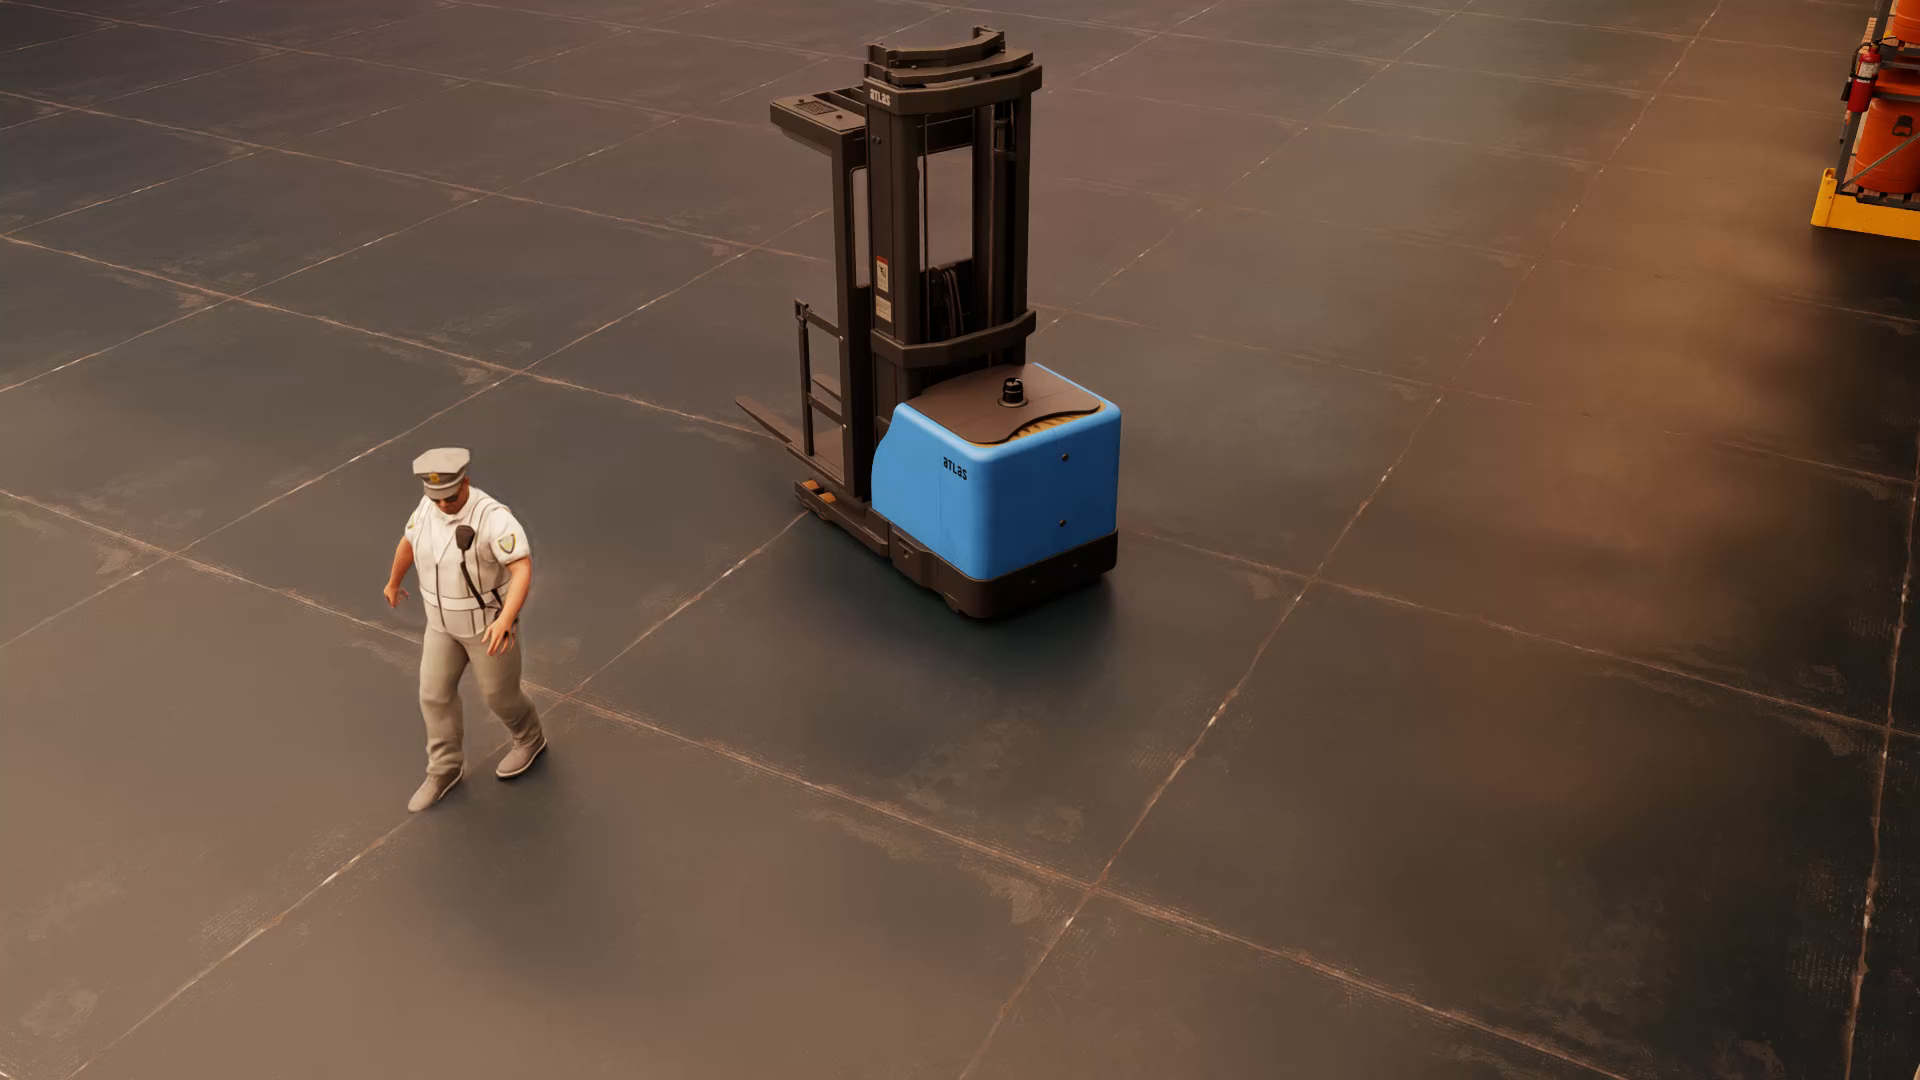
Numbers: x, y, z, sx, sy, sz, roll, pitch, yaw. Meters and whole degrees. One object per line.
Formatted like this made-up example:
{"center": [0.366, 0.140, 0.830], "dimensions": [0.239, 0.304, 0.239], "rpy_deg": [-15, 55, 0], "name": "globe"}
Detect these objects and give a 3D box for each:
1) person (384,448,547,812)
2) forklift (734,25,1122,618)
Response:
{"center": [-2.323, 0.417, 7.606], "dimensions": [1.011, 1.756, 0.692], "rpy_deg": [13, 32, 21], "name": "person"}
{"center": [-0.367, -1.522, 9.707], "dimensions": [1.130, 2.935, 3.031], "rpy_deg": [-20, 36, -31], "name": "forklift"}
